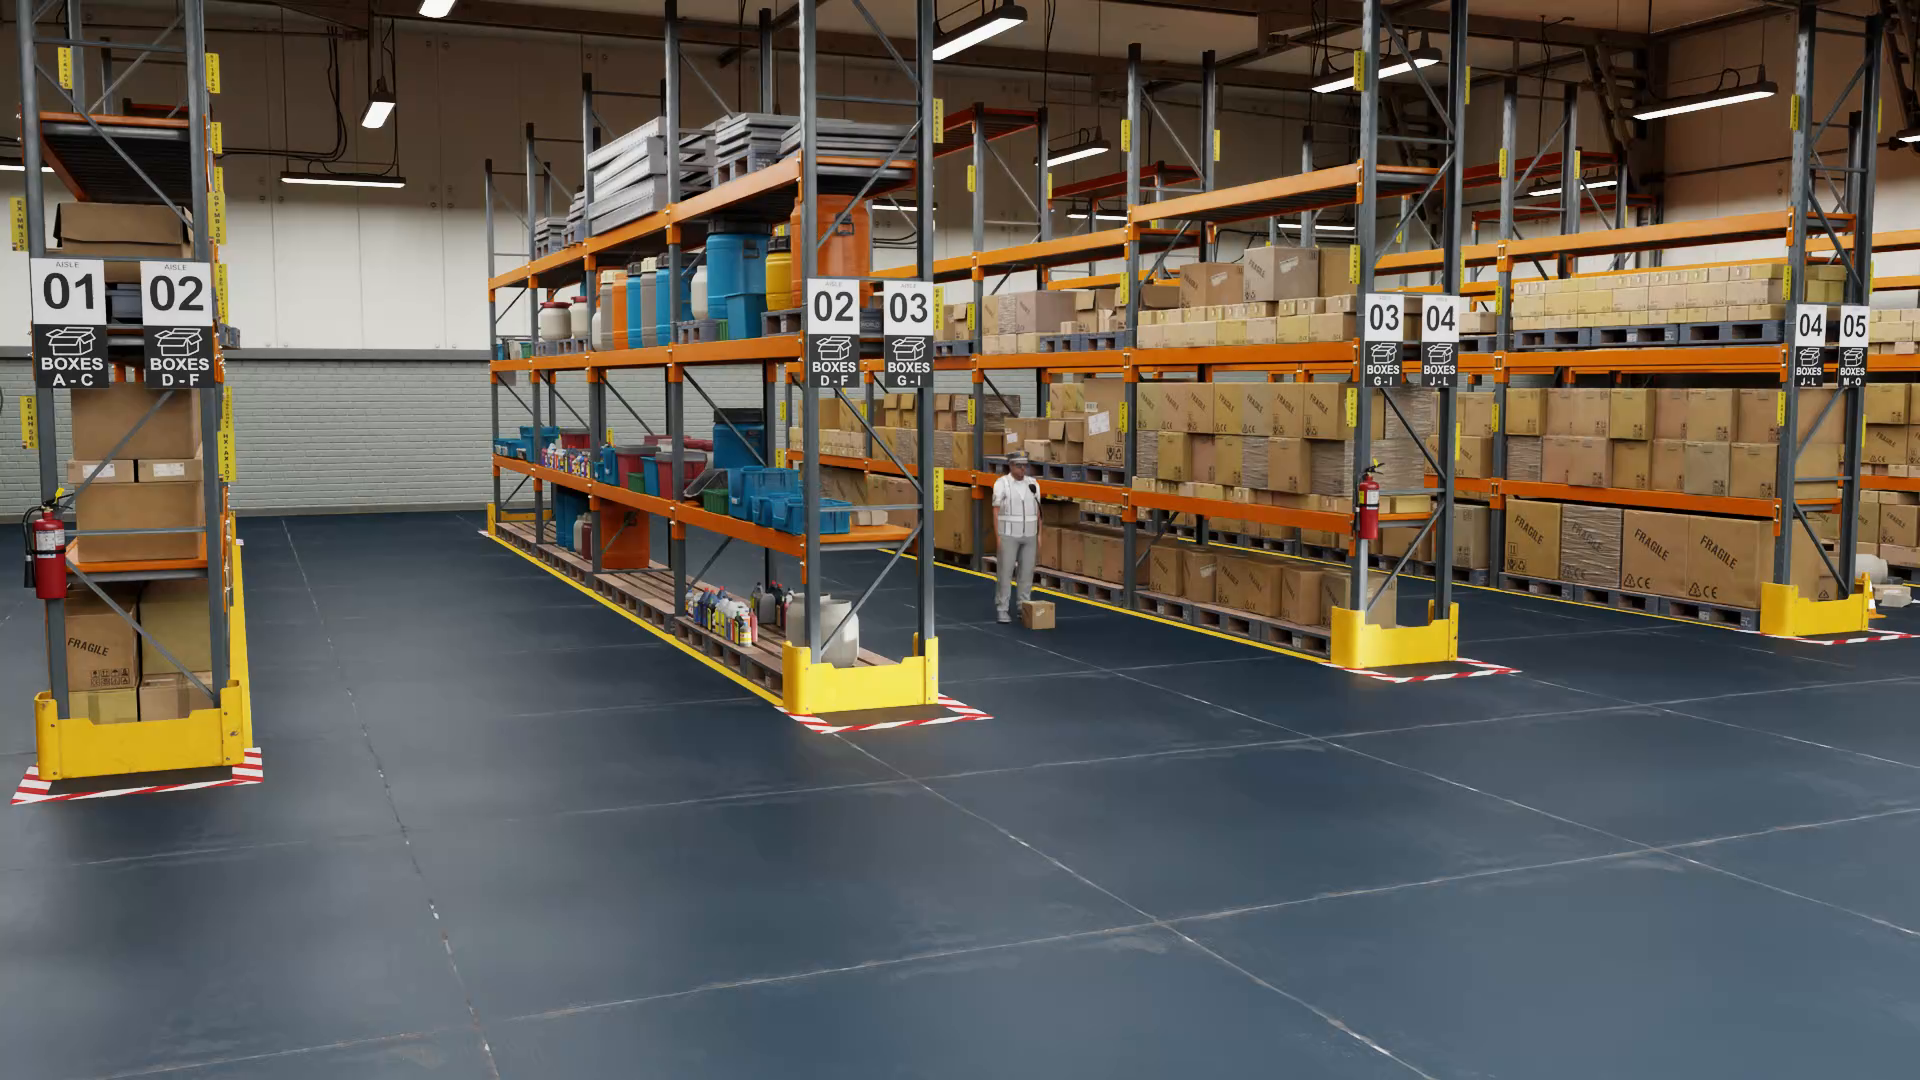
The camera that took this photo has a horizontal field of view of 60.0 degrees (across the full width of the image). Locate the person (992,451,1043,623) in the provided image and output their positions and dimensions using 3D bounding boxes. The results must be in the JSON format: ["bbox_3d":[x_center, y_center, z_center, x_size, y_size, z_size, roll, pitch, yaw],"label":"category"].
[{"bbox_3d":[0.603,-0.041,17.116,0.530,1.761,0.395,-2,6,-22],"label":"person"}]
